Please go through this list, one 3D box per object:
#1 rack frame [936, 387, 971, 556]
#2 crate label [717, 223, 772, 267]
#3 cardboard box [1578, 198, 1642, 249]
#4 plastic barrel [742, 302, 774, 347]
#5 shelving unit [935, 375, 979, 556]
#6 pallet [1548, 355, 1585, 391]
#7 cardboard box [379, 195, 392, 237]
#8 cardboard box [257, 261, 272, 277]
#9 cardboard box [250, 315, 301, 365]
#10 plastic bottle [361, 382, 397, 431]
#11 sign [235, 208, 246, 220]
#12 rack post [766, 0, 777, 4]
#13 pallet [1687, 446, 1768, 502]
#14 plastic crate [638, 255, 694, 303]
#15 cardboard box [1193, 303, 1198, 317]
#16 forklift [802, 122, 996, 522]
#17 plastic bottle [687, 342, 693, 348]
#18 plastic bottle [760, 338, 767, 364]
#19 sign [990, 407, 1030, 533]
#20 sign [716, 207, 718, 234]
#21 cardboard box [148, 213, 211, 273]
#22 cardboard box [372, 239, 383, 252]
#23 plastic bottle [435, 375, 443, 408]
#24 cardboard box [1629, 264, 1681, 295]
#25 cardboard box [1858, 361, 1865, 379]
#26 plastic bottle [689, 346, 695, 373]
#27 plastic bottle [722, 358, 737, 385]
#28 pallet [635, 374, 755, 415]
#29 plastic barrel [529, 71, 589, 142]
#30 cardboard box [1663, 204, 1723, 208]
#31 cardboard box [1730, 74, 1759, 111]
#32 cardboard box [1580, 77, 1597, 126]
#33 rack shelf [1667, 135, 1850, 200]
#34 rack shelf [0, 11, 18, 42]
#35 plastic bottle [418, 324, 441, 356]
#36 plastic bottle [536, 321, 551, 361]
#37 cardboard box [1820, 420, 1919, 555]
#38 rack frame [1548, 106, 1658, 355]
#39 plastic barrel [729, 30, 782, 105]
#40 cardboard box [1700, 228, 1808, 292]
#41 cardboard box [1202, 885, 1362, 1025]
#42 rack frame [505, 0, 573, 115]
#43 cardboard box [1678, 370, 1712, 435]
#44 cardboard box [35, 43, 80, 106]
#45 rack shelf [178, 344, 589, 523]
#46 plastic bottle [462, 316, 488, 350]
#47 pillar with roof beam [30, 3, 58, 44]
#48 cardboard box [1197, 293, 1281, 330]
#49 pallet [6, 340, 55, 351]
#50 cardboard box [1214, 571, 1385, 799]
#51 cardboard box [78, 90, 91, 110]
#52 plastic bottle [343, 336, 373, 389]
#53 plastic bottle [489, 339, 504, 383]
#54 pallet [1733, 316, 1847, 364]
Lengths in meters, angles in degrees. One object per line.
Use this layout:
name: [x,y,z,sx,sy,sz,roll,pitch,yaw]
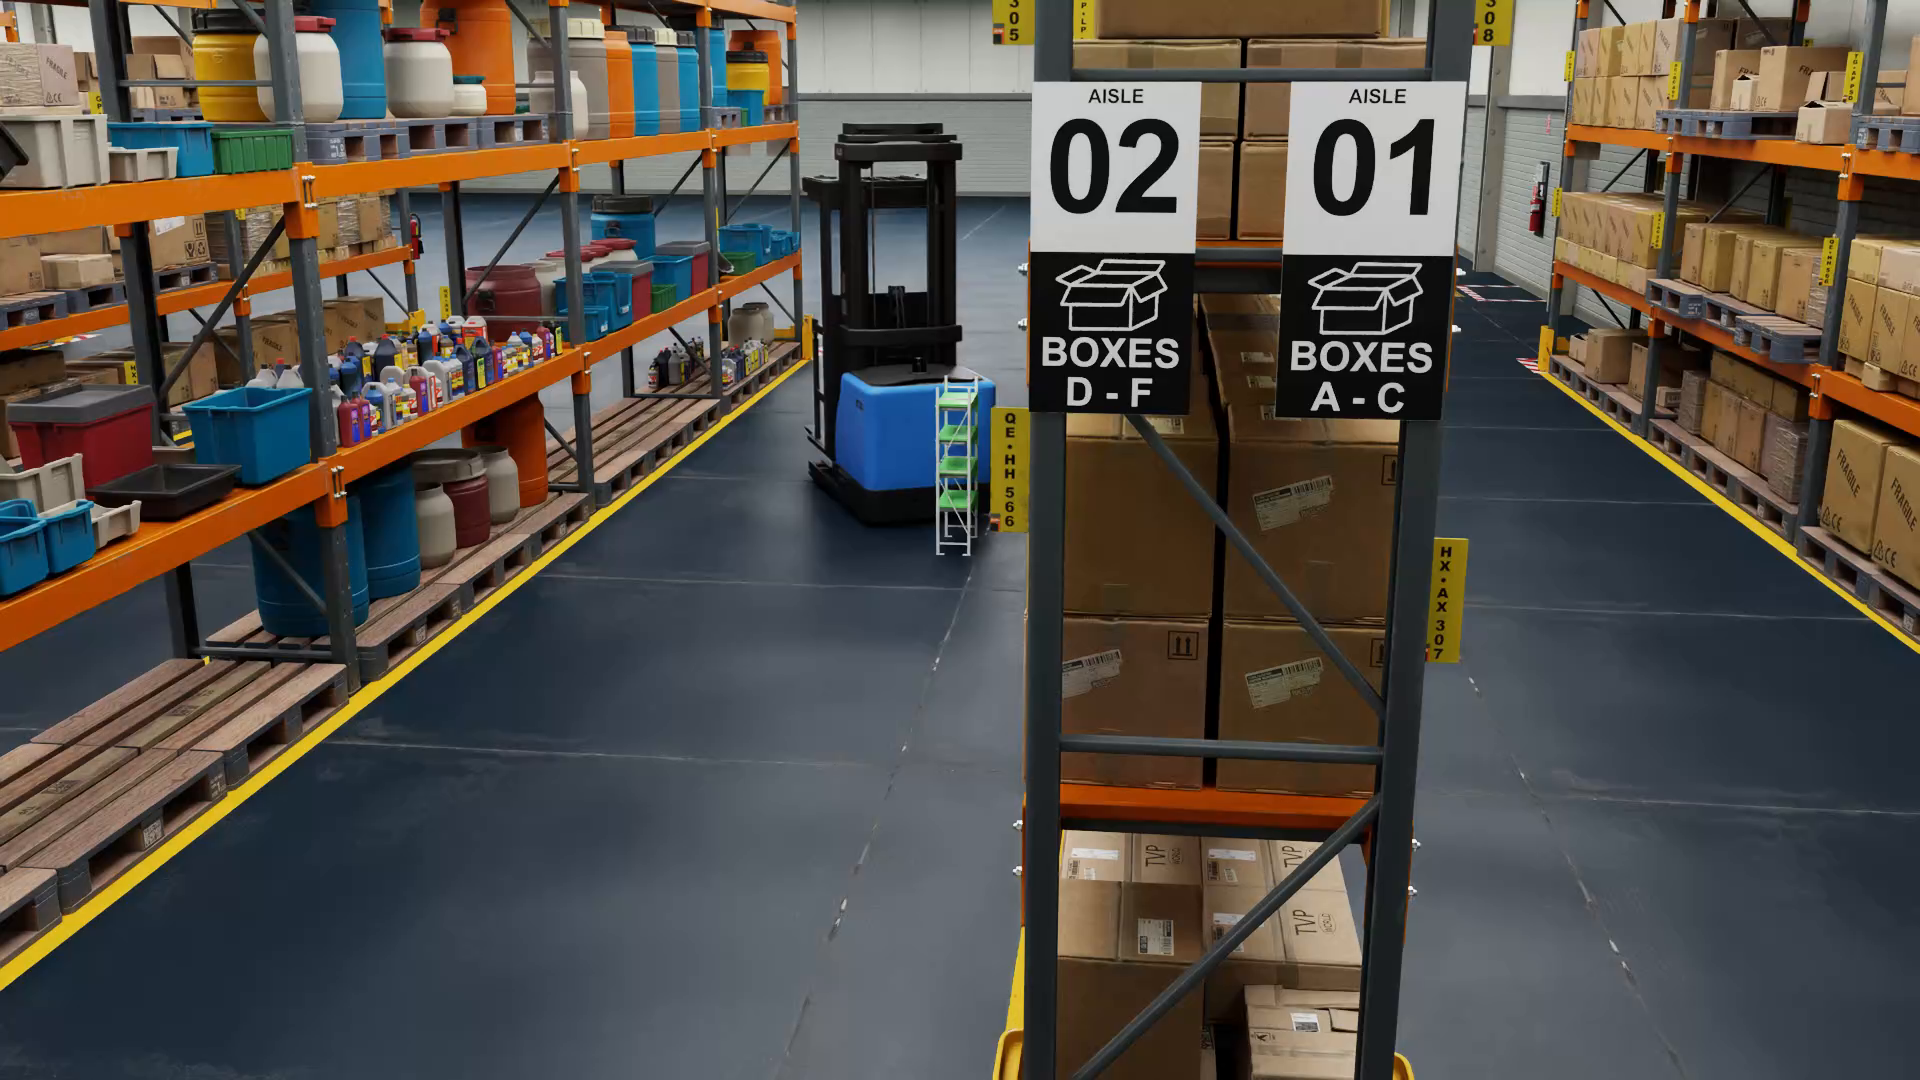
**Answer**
rack frame: [-0.046,-0.473,11.613,0.240,1.200,0.015,2,15,6]
crate label: [-2.377,-3.273,18.451,0.502,0.435,0.616,2,15,6]
cardboard box: [6.923,-3.372,17.698,0.500,0.500,0.500,1,15,4]
plastic barrel: [-2.437,-2.570,19.881,0.421,0.512,0.421,0,15,0]
shelving unit: [-0.019,-0.536,11.847,0.258,1.200,0.503,2,15,6]
pallet: [7.270,-1.874,18.687,1.003,0.211,1.213,2,15,6]
cardboard box: [-7.449,-3.937,20.214,0.875,0.500,0.500,2,15,6]
cardboard box: [-7.447,-2.840,17.398,0.380,0.149,0.250,2,15,6]
cardboard box: [-7.677,-2.260,18.759,0.500,0.500,0.500,0,15,1]
plastic bottle: [-3.320,-0.773,9.510,0.152,0.276,0.135,2,15,6]
sign: [-7.259,-3.393,16.745,0.100,0.325,0.005,2,15,6]
rack post: [-2.650,-6.203,18.822,0.937,0.300,0.954,3,15,12]
pallet: [6.732,-0.546,13.778,1.003,0.211,1.213,2,15,6]
plastic crate: [-2.705,-2.401,15.324,0.392,0.384,0.575,2,15,6]
cardboard box: [1.419,-1.029,9.226,0.700,0.500,0.500,4,16,15]
forklift: [-0.639,-1.890,13.535,1.130,2.935,3.031,-5,16,-17]
plastic bottle: [-3.003,-2.060,18.420,0.097,0.271,0.097,0,15,0]
plastic bottle: [-2.205,-2.122,18.624,0.061,0.283,0.133,2,15,8]
sign: [0.128,-0.177,4.248,0.100,0.325,0.005,2,15,6]
sign: [-2.985,-3.892,20.279,0.100,0.325,0.005,2,15,6]
cardboard box: [-8.040,-3.140,16.074,1.000,1.000,1.000,2,15,7]
cardboard box: [-7.193,-3.554,20.042,0.380,0.149,0.250,2,15,6]
plastic bottle: [-3.217,-0.911,10.165,0.097,0.201,0.097,0,15,0]
cardboard box: [6.706,-2.481,15.839,0.500,0.250,0.500,2,15,6]
cardboard box: [6.198,-1.119,10.997,0.380,0.149,0.250,2,15,7]
plastic bottle: [-2.917,-1.953,17.999,0.061,0.283,0.133,2,15,6]
plastic bottle: [-2.409,-1.756,17.283,0.152,0.276,0.135,2,15,8]
pallet: [-2.773,-1.530,17.418,1.003,0.211,1.213,2,15,6]
plastic barrel: [-3.002,-3.240,12.436,0.421,0.512,0.421,0,15,0]
cardboard box: [7.338,-3.090,16.655,0.500,0.500,0.500,2,15,8]
cardboard box: [6.743,-3.720,13.794,0.500,0.311,0.500,2,15,8]
cardboard box: [7.023,-4.738,17.960,0.500,0.500,0.500,3,15,10]
rack shelf: [6.728,-2.994,13.119,1.077,0.370,4.000,2,15,6]
rack shelf: [-12.502,-5.896,18.872,1.077,0.370,4.000,2,15,6]
plastic bottle: [-3.763,-1.384,11.770,0.152,0.276,0.135,2,15,6]
plastic bottle: [-2.989,-1.433,11.937,0.061,0.283,0.133,2,15,6]
cardboard box: [6.289,-0.352,11.033,0.750,0.750,0.750,1,15,6]
rack frame: [7.405,-3.449,19.171,1.000,3.000,0.127,2,15,6]
plastic barrel: [-2.367,-5.469,19.268,0.600,0.830,0.708,2,15,6]
cardboard box: [6.792,-2.397,14.245,0.700,0.500,0.500,3,15,12]
cardboard box: [1.077,1.408,5.633,0.500,0.250,0.500,2,15,6]
rack frame: [-3.341,-4.562,11.794,1.000,3.000,0.127,2,15,6]
cardboard box: [6.887,-1.226,14.896,0.700,0.500,0.500,2,15,8]
cardboard box: [-7.843,-3.926,14.039,0.500,0.500,0.500,1,15,5]
rack shelf: [-3.567,-0.800,10.753,1.077,0.370,4.000,2,15,6]
plastic bottle: [-3.560,-1.499,12.197,0.152,0.276,0.135,2,15,6]
pillar with roof beam: [-16.804,-11.608,37.850,9.100,9.000,0.400,2,15,6]
cardboard box: [1.329,-0.874,7.541,0.500,0.500,0.500,2,15,7]
pallet: [-12.289,-2.503,21.016,1.003,0.211,1.213,2,15,6]
cardboard box: [0.990,0.400,4.745,0.500,0.500,0.500,2,15,7]
cardboard box: [-7.923,-3.898,14.728,0.380,0.166,0.250,1,15,5]
plastic bottle: [-3.890,-1.139,10.721,0.144,0.351,0.185,2,15,6]
plastic bottle: [-3.092,-1.196,11.062,0.061,0.283,0.133,2,15,6]
pallet: [6.477,-1.470,12.218,1.213,0.211,1.003,2,15,6]
